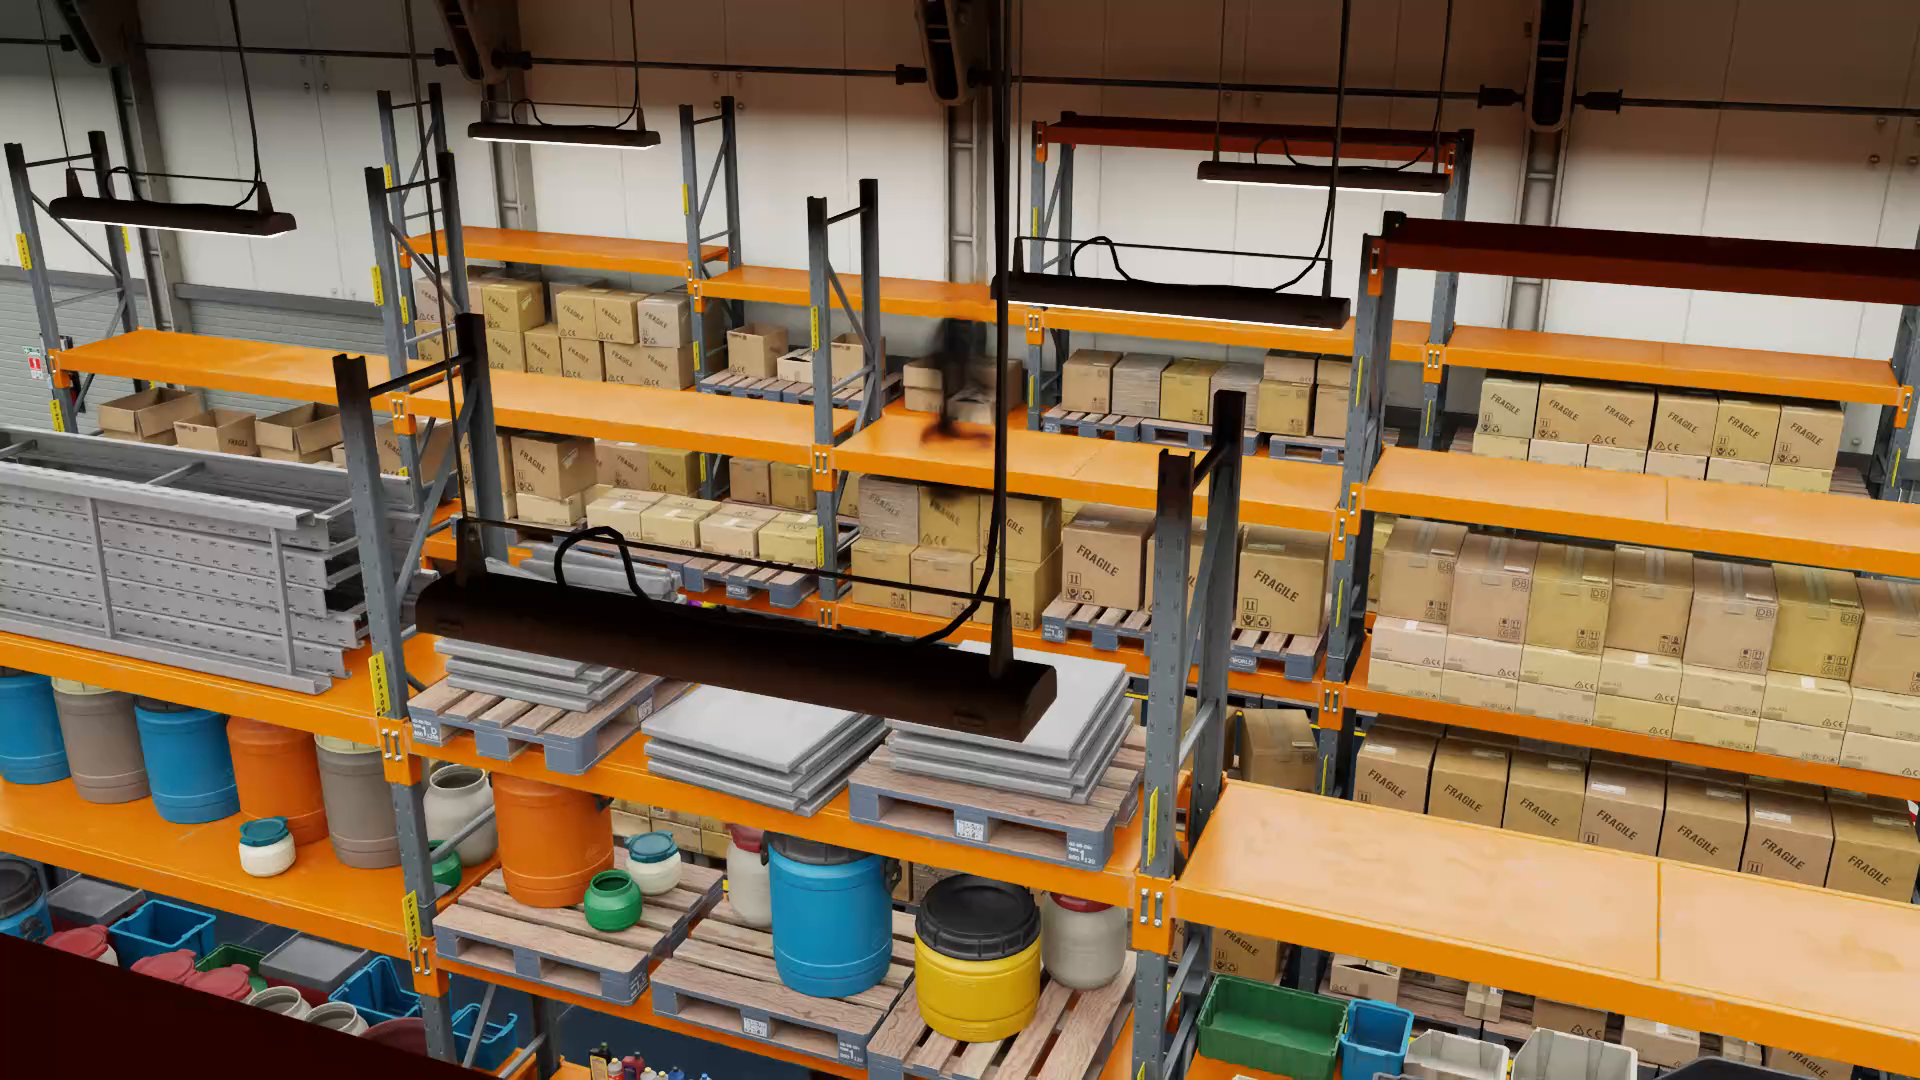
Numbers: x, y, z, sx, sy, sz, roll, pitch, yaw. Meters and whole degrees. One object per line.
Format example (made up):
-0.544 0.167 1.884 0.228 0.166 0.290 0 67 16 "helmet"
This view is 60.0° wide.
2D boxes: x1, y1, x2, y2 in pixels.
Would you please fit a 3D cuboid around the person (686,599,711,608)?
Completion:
-2.760 1.060 17.170 0.751 1.716 0.723 5 21 13 "person"

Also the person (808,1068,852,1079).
-0.814 3.399 10.929 1.047 1.802 0.704 9 23 22 "person"
